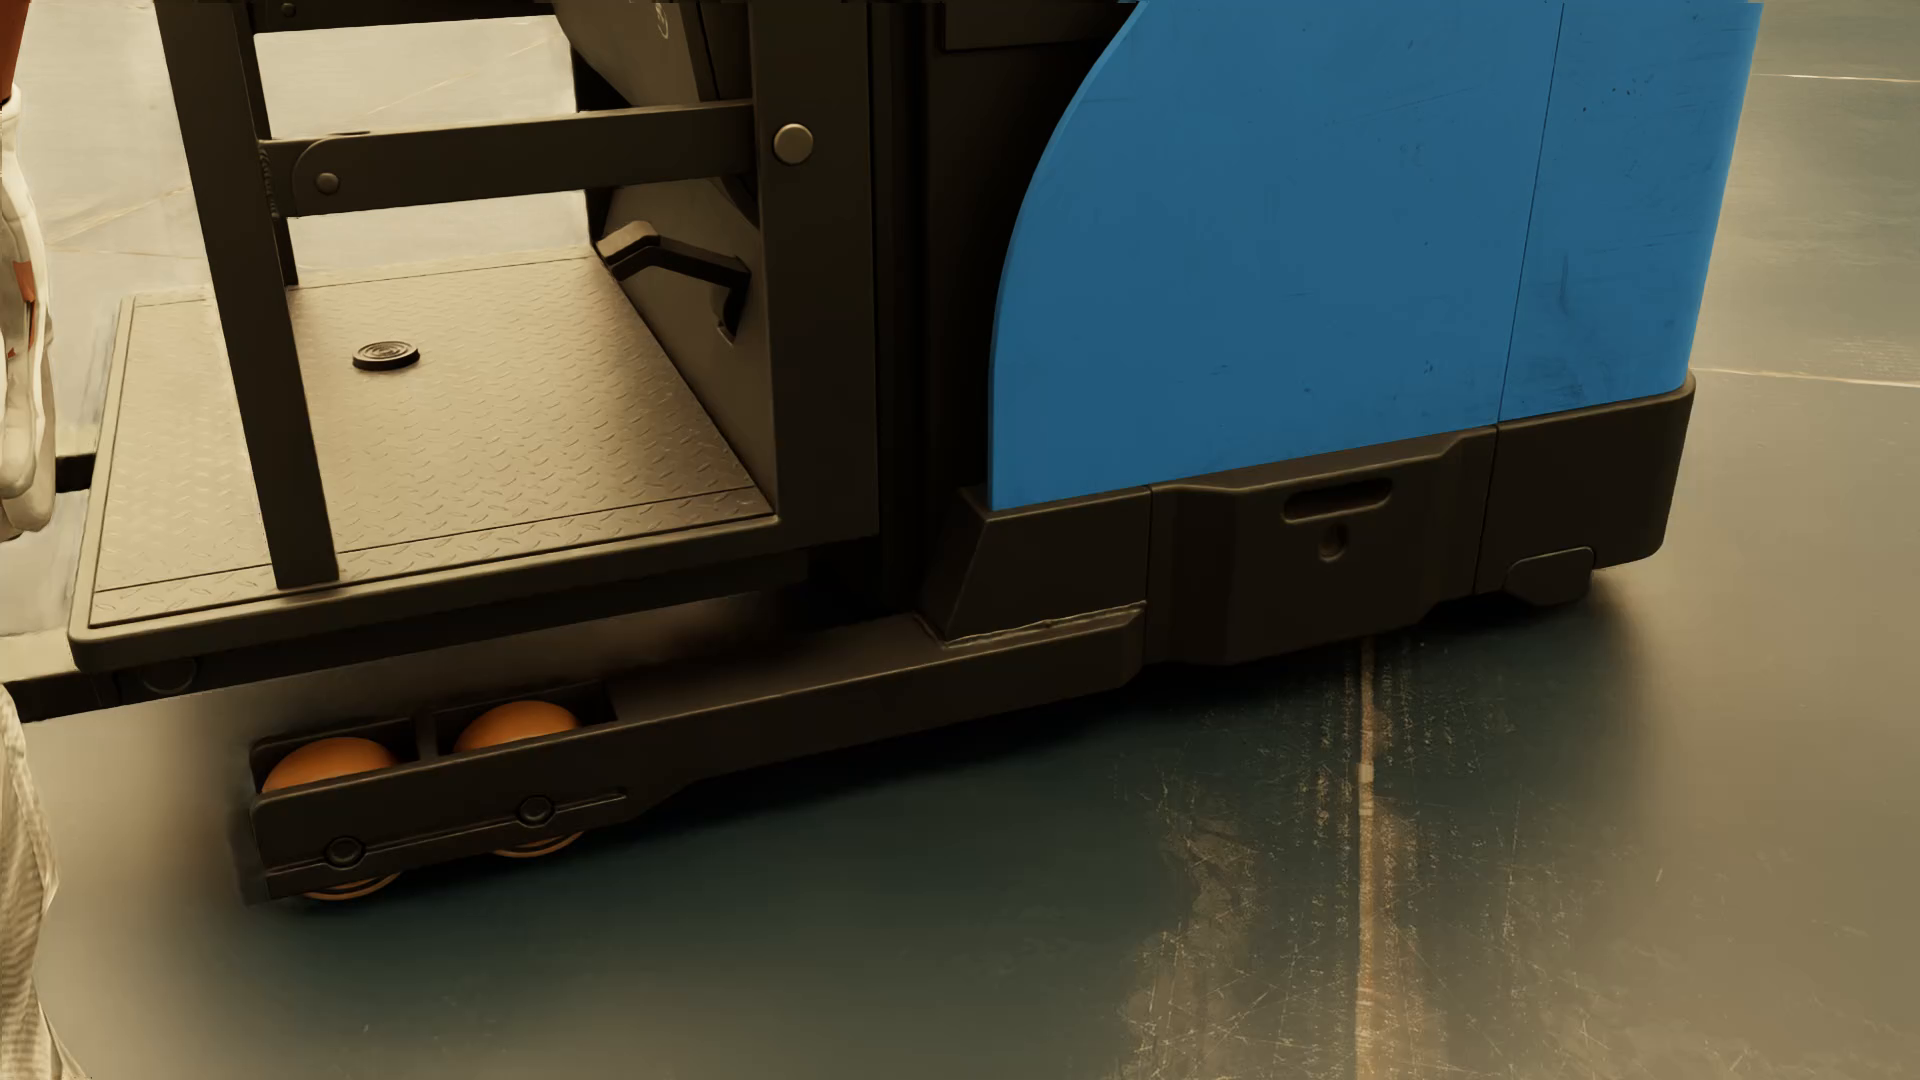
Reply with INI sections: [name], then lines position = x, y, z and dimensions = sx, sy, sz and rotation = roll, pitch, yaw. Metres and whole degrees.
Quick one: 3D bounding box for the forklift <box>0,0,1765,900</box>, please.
[forklift]
position = -0.574, -1.200, 1.625
dimensions = 3.031, 2.935, 1.130
rotation = -10, 29, -19
